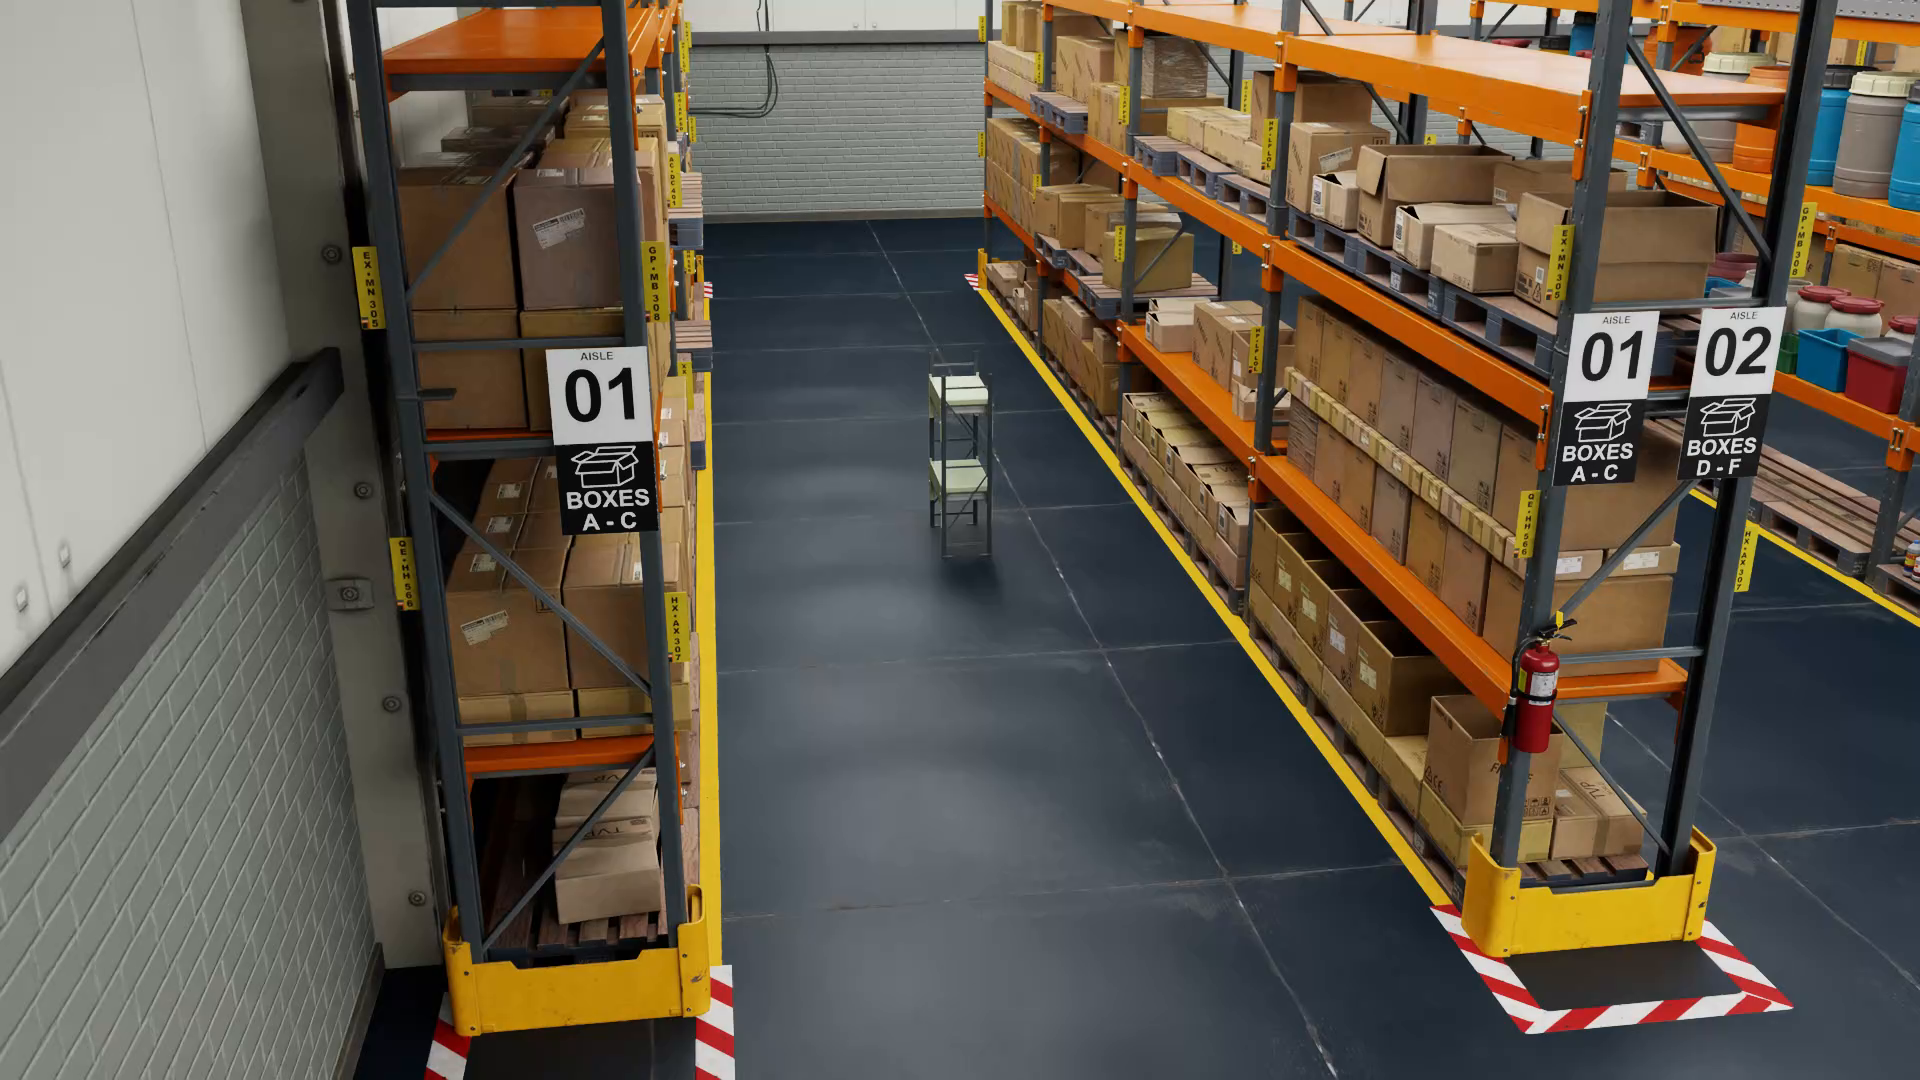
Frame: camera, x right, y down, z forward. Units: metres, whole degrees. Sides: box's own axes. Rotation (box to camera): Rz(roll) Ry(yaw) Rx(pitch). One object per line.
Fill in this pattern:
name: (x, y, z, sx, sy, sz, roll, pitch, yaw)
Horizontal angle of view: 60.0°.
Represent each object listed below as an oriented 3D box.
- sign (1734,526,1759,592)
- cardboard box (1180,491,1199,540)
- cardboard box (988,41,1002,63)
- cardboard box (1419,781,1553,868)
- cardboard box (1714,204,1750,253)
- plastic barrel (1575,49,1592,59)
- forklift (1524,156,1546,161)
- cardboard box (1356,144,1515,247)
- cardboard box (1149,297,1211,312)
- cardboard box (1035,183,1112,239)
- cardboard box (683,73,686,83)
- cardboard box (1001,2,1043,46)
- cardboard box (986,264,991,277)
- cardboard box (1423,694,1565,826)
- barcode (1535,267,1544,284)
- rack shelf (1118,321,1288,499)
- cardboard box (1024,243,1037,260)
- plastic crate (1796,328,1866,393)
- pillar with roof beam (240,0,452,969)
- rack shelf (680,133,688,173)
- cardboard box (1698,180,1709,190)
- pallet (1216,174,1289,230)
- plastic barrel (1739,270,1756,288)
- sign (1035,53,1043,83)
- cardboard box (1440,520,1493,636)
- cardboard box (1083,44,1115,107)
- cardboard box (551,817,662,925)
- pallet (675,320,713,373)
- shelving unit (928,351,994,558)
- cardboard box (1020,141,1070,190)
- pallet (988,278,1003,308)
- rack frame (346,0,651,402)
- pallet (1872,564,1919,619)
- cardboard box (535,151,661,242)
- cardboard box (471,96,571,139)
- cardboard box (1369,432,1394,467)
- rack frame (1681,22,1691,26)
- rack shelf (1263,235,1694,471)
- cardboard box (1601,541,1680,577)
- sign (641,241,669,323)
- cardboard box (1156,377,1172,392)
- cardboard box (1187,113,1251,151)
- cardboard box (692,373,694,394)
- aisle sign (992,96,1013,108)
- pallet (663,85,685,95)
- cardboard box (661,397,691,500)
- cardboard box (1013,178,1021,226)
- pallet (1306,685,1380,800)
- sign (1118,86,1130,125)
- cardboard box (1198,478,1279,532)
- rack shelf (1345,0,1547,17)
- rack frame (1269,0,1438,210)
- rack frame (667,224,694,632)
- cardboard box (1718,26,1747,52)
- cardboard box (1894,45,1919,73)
sign: (3.692, 0.091, 7.834, 0.100, 0.325, 0.005, -3, 21, -8)
cardboard box: (2.073, -0.215, 13.334, 0.500, 0.250, 0.500, -2, 21, -7)
cardboard box: (0.652, -6.358, 21.665, 0.500, 0.250, 0.500, -3, 21, -8)
cardboard box: (2.772, 1.480, 8.795, 0.500, 0.250, 0.500, -3, 21, -8)
cardboard box: (10.941, -4.147, 22.969, 0.875, 0.875, 0.875, -3, 21, -8)
plastic barrel: (6.486, -4.730, 17.013, 0.433, 0.535, 0.433, 0, 20, 0)
forklift: (4.405, -1.936, 14.710, 1.130, 2.935, 3.031, -3, 21, -9)
cardboard box: (2.678, -1.964, 9.453, 0.797, 0.503, 0.637, -1, 20, -2)
cardboard box: (1.998, -2.040, 15.019, 0.500, 0.311, 0.500, -2, 21, -4)
cardboard box: (1.259, -3.663, 18.494, 0.700, 0.500, 0.500, -10, 23, -26)
cardboard box: (-3.388, -5.352, 18.943, 0.500, 0.250, 0.500, -3, 21, -9)
cardboard box: (0.914, -6.546, 21.096, 0.700, 0.500, 0.500, -3, 21, -8)
cardboard box: (0.556, -3.688, 22.749, 0.380, 0.149, 0.250, -3, 21, -8)
cardboard box: (2.770, 1.129, 8.663, 0.500, 0.500, 0.500, -3, 21, -8)
barcode: (2.621, -1.197, 7.518, 0.001, 0.075, 0.075, -3, 21, -8)
rack shelf: (2.277, -1.180, 13.618, 1.077, 0.370, 4.000, -3, 21, -8)
cardboard box: (1.157, -3.839, 22.652, 0.500, 0.500, 0.500, -3, 21, -8)
plastic crate: (7.000, -1.432, 13.287, 0.392, 0.384, 0.575, -3, 21, -8)
pillar with roof beam: (1.543, -2.415, 7.321, 9.100, 9.000, 0.400, -3, 21, -8)
rack shelf: (-3.201, -3.719, 16.129, 1.077, 0.370, 4.000, -3, 21, -8)
cardboard box: (10.478, -4.953, 23.050, 0.380, 0.149, 0.250, -3, 21, -9)
pallet: (2.425, -2.445, 11.963, 0.805, 0.209, 1.217, -4, 21, -10)
plastic barrel: (7.250, -2.165, 15.067, 0.421, 0.512, 0.421, 0, 20, 0)
sign: (0.876, -5.212, 18.358, 0.100, 0.325, 0.005, -3, 21, -8)
cardboard box: (3.007, 0.169, 8.833, 0.700, 0.500, 0.500, -2, 21, -6)
cardboard box: (1.607, -4.651, 16.708, 0.600, 0.600, 0.600, -4, 21, -10)
cardboard box: (-1.770, 1.620, 8.305, 0.500, 0.311, 0.500, -5, 21, -14)
pallet: (-2.705, -1.628, 14.061, 1.213, 0.211, 1.003, -3, 21, -8)
shelving unit: (0.001, -0.700, 13.448, 0.431, 1.500, 0.755, -3, 21, -8)
cardboard box: (1.006, -4.449, 19.770, 0.500, 0.500, 0.500, -3, 21, -9)
pallet: (0.962, -3.371, 22.441, 1.003, 0.211, 1.213, -3, 21, -8)
rack frame: (-1.760, -1.999, 6.208, 1.000, 3.000, 0.127, -3, 21, -8)
pallet: (7.523, 0.467, 12.163, 1.003, 0.211, 1.213, -3, 21, -8)
cardboard box: (-1.597, -1.441, 7.399, 0.500, 0.500, 0.500, -3, 21, -8)
cardboard box: (-2.548, -2.320, 9.752, 0.500, 0.500, 0.500, -2, 21, -7)
cardboard box: (2.639, -0.537, 9.796, 0.380, 0.149, 0.250, -3, 21, -8)
rack frame: (10.639, -8.289, 23.047, 1.000, 3.000, 0.127, -3, 21, -8)
rack shelf: (2.853, -1.201, 9.385, 1.077, 0.370, 4.000, -3, 21, -8)
cardboard box: (3.298, 0.062, 8.192, 0.380, 0.149, 0.250, -3, 21, -8)
sign: (-1.223, -1.031, 6.653, 0.100, 0.325, 0.005, -3, 21, -8)
cardboard box: (2.206, -1.417, 16.167, 0.500, 0.500, 0.500, -2, 21, -5)
cardboard box: (2.203, -3.407, 13.877, 0.500, 0.250, 0.500, -2, 21, -6)
cardboard box: (-2.889, -1.410, 15.676, 0.750, 0.750, 0.750, -3, 21, -8)
aisle sign: (0.535, -6.206, 22.331, 0.394, 0.787, 0.004, -3, 21, -8)
pallet: (-3.597, -4.991, 18.632, 1.003, 0.211, 1.213, -3, 21, -8)
cardboard box: (-1.885, -0.544, 9.999, 0.500, 0.500, 0.500, -3, 21, -8)
cardboard box: (0.934, -4.158, 20.419, 0.500, 0.500, 0.500, -2, 21, -7)
pallet: (2.817, 1.182, 10.250, 1.003, 0.211, 1.213, -3, 21, -8)
sign: (1.451, -3.831, 14.659, 0.100, 0.325, 0.005, -3, 21, -8)
cardboard box: (2.142, -0.302, 12.766, 0.500, 0.311, 0.500, -2, 21, -6)
rack shelf: (6.026, -6.822, 20.720, 1.077, 0.370, 4.000, -3, 21, -8)
rack frame: (2.565, -3.635, 10.588, 1.000, 3.000, 0.127, -3, 21, -8)
rack frame: (-2.336, -0.574, 10.966, 1.000, 3.000, 0.127, -3, 21, -8)
cardboard box: (10.729, -6.796, 22.450, 0.700, 0.500, 0.500, -4, 21, -10)
cardboard box: (11.309, -5.542, 19.236, 0.700, 0.500, 0.500, -2, 21, -6)
